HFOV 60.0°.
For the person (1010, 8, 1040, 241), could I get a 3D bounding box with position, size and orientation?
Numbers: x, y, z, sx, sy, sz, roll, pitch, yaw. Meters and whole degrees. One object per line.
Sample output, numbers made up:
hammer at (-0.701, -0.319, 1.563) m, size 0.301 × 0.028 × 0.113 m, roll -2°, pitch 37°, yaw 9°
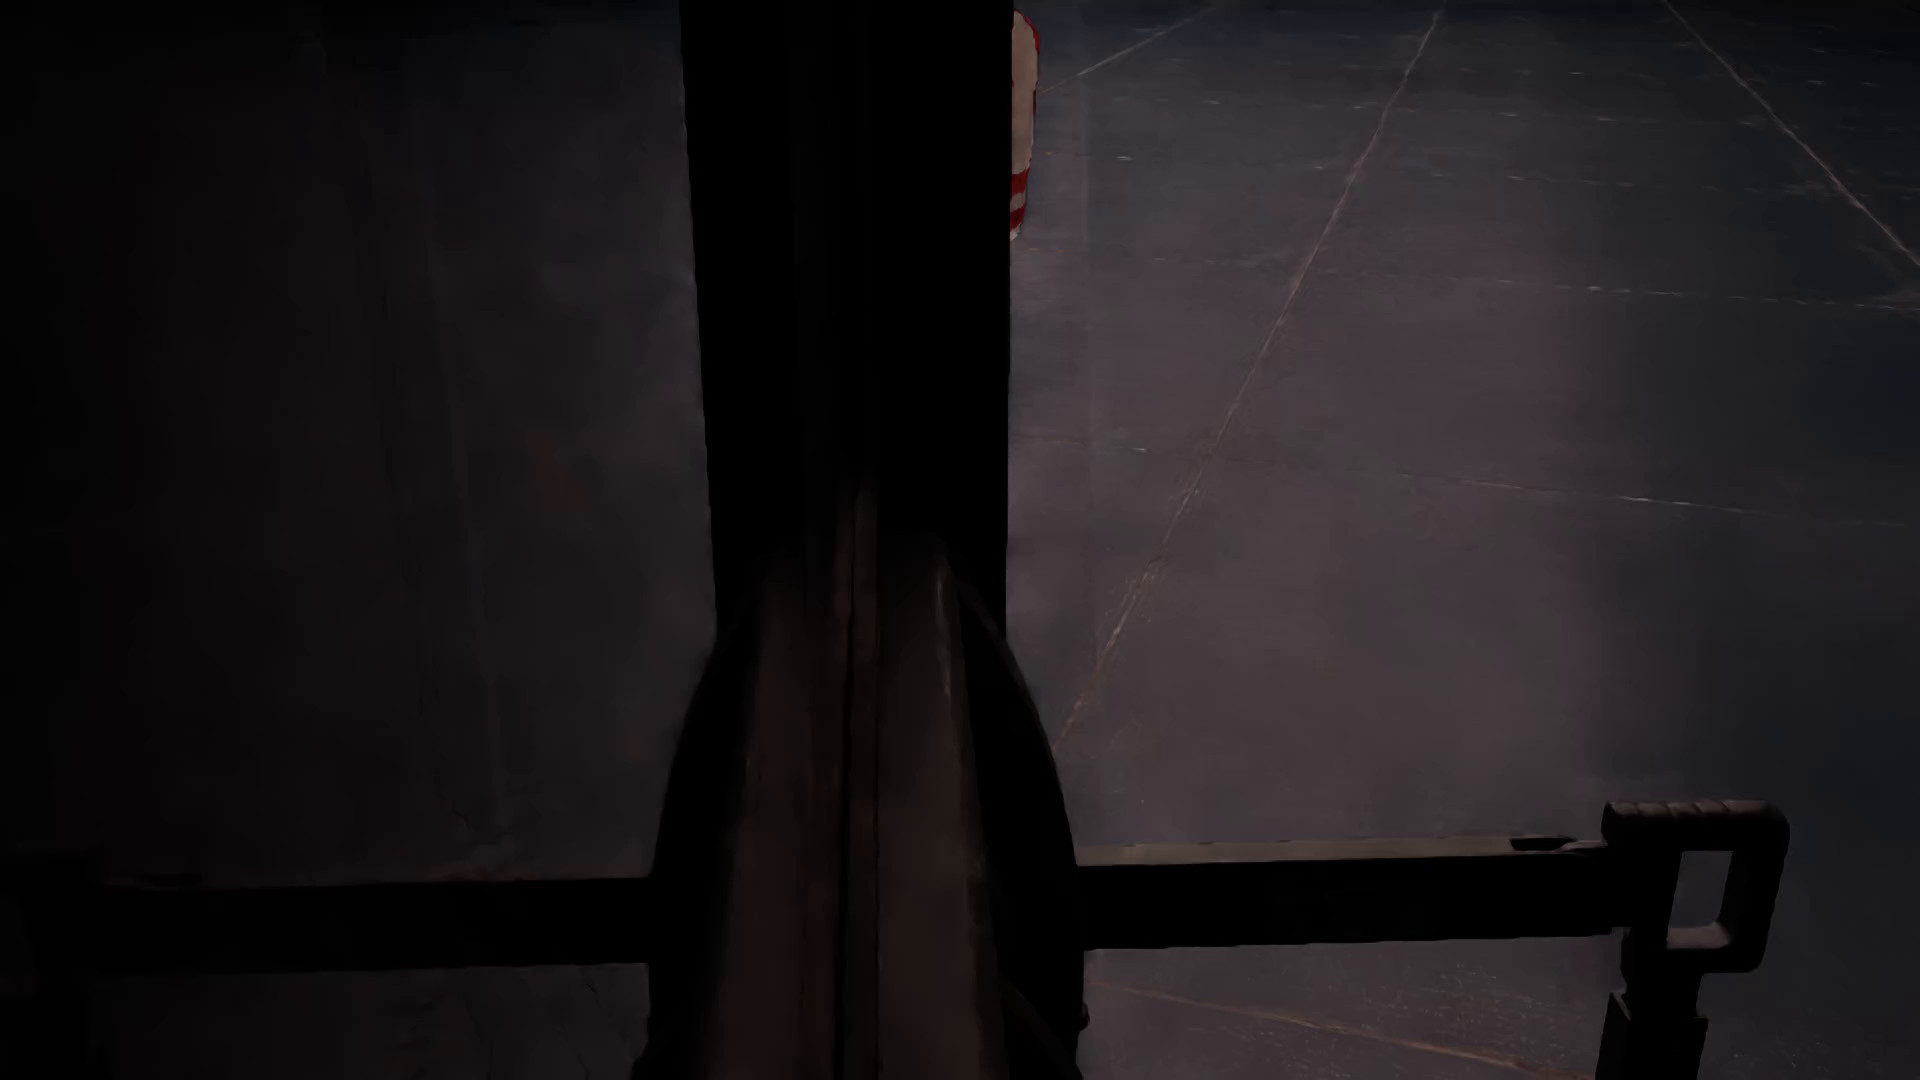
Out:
person at (-0.073, -0.883, 4.793) m, size 0.563 × 1.787 × 0.637 m, roll 7°, pitch 23°, yaw 16°
